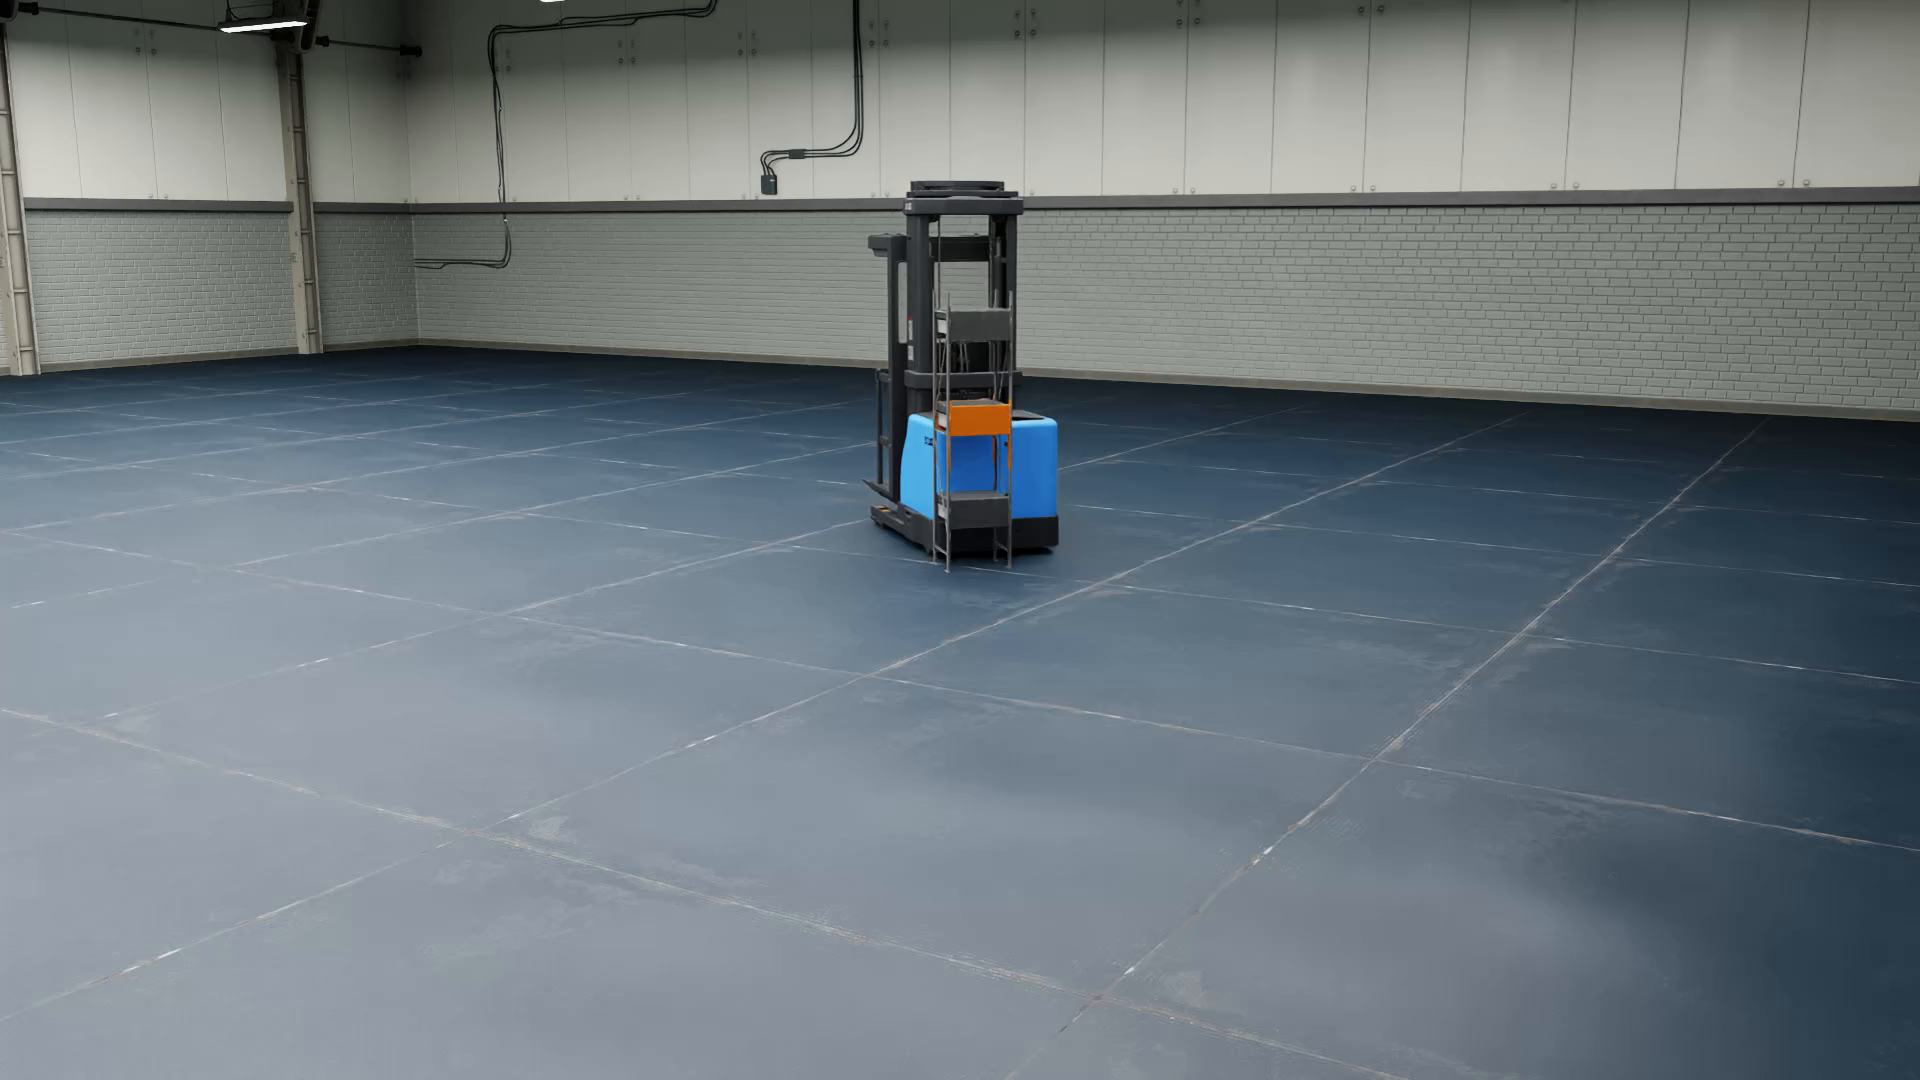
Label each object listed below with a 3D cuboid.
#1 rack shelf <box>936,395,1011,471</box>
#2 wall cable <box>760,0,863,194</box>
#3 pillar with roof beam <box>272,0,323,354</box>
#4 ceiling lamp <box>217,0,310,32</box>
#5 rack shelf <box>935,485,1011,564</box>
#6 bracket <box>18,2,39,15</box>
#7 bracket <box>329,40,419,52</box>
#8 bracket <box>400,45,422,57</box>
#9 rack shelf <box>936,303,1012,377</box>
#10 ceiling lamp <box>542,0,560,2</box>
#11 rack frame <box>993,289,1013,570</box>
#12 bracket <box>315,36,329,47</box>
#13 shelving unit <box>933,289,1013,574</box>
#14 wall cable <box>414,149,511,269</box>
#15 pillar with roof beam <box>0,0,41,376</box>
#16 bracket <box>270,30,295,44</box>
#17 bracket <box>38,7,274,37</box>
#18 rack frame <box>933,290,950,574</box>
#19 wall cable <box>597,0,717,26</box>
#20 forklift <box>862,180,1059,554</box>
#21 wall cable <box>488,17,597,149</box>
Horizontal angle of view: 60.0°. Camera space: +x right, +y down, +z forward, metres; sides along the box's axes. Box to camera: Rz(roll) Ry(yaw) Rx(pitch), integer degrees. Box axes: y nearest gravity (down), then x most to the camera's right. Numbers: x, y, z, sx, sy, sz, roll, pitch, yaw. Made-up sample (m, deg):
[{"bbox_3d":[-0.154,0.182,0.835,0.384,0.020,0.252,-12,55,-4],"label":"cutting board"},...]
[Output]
[{"bbox_3d":[0.093,-0.813,12.579,0.480,0.518,0.431,-3,11,-16],"label":"rack shelf"},{"bbox_3d":[-2.771,-9.416,30.470,2.305,6.003,0.169,6,12,31],"label":"wall cable"},{"bbox_3d":[-9.857,-7.906,31.644,9.100,9.000,0.548,6,12,31],"label":"pillar with roof beam"},{"bbox_3d":[-11.483,-10.125,27.634,2.000,3.185,0.800,6,12,31],"label":"ceiling lamp"},{"bbox_3d":[0.093,-0.125,12.708,0.480,0.518,0.431,-3,11,-16],"label":"rack shelf"},{"bbox_3d":[-16.132,-9.174,28.637,0.235,0.232,0.430,6,12,31],"label":"bracket"},{"bbox_3d":[-12.093,-10.398,35.172,0.076,0.066,3.189,6,12,31],"label":"bracket"},{"bbox_3d":[-11.787,-10.491,35.668,0.235,0.232,0.430,6,12,31],"label":"bracket"},{"bbox_3d":[0.093,-1.501,12.450,0.480,0.518,0.431,-3,11,-16],"label":"rack shelf"},{"bbox_3d":[-5.167,-9.419,23.863,2.000,3.185,0.800,6,12,31],"label":"ceiling lamp"},{"bbox_3d":[0.327,-0.839,12.645,0.015,2.100,0.400,-3,11,-16],"label":"rack frame"},{"bbox_3d":[-13.017,-10.118,33.677,0.235,0.232,0.430,6,12,31],"label":"bracket"},{"bbox_3d":[0.093,-0.826,12.576,0.503,2.100,0.431,-3,11,-16],"label":"shelving unit"},{"bbox_3d":[-10.876,-7.128,35.927,3.097,2.526,0.112,6,12,31],"label":"wall cable"},{"bbox_3d":[-12.972,-6.962,26.604,9.100,9.000,0.548,6,12,31],"label":"pillar with roof beam"},{"bbox_3d":[-13.448,-9.987,32.980,0.235,0.232,0.430,6,12,31],"label":"bracket"},{"bbox_3d":[-14.786,-9.582,30.816,0.076,0.066,4.783,6,12,31],"label":"bracket"},{"bbox_3d":[-0.141,-0.813,12.508,0.015,2.100,0.400,-3,11,-16],"label":"rack frame"},{"bbox_3d":[-5.919,-11.292,32.084,3.097,2.526,0.112,6,12,31],"label":"wall cable"},{"bbox_3d":[-0.146,-1.560,14.238,1.130,2.935,3.031,-3,11,-17],"label":"forklift"},{"bbox_3d":[-8.564,-9.352,34.082,3.097,2.526,0.112,6,12,31],"label":"wall cable"}]
